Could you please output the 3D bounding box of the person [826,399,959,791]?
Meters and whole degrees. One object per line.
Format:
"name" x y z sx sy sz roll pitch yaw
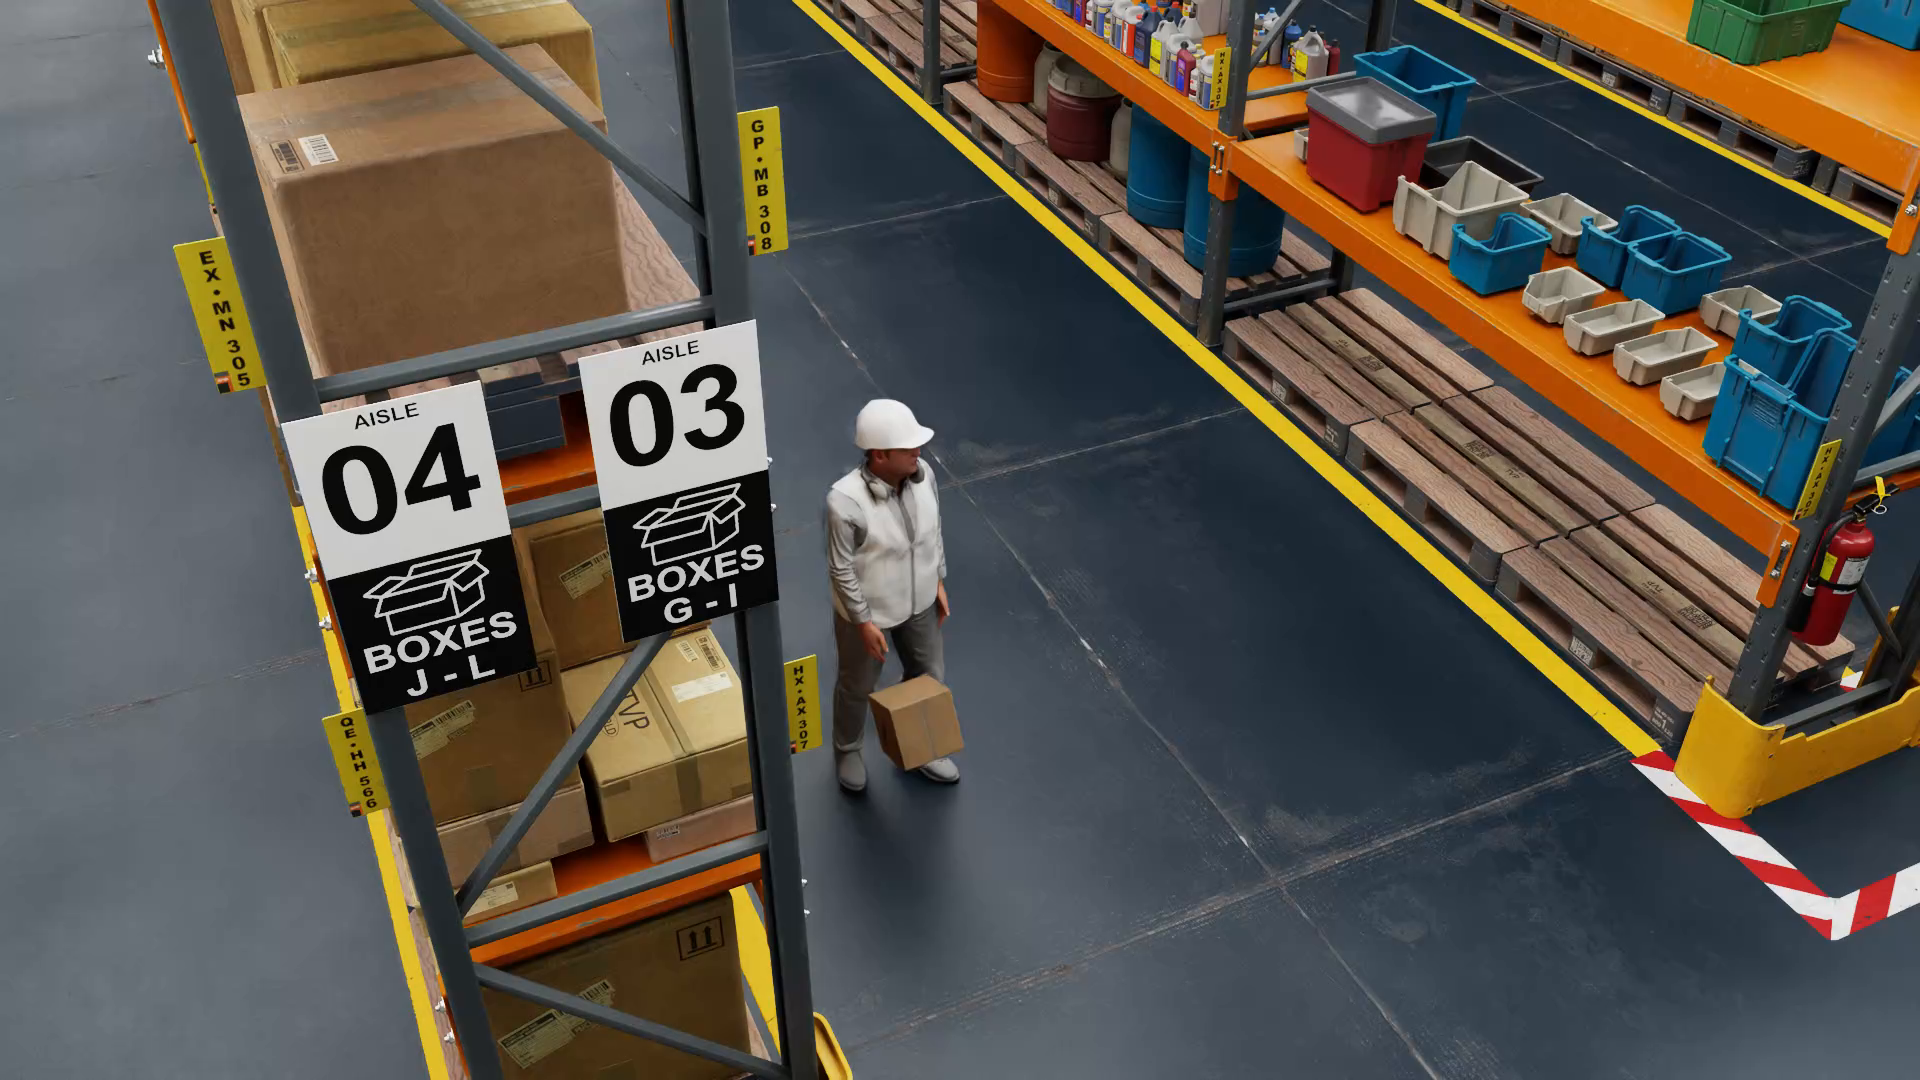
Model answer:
"person" -0.263 0.240 6.514 0.550 1.774 0.513 -28 45 -32
